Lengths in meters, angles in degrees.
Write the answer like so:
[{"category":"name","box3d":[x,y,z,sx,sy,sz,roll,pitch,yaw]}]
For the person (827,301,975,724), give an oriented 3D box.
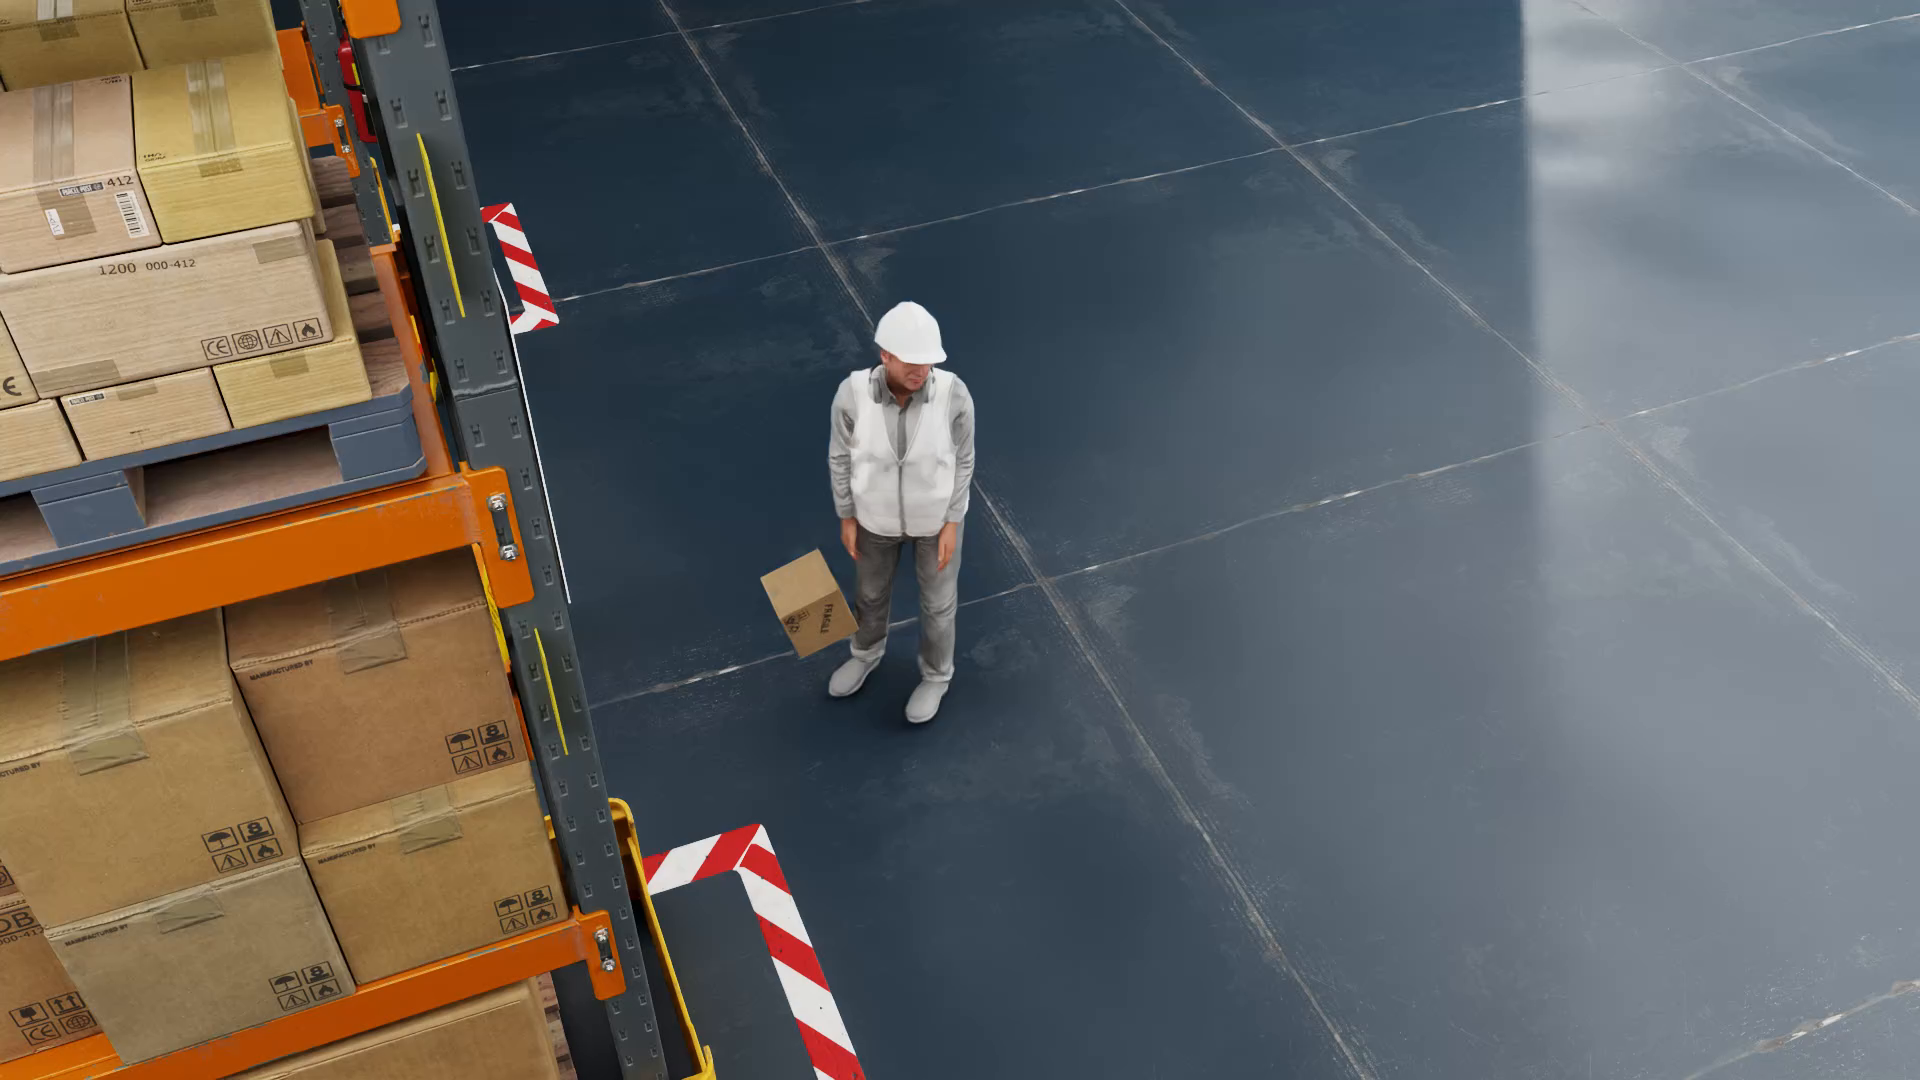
[{"category":"person","box3d":[-0.240,-0.071,6.188,0.583,1.780,0.486,2,42,3]}]
